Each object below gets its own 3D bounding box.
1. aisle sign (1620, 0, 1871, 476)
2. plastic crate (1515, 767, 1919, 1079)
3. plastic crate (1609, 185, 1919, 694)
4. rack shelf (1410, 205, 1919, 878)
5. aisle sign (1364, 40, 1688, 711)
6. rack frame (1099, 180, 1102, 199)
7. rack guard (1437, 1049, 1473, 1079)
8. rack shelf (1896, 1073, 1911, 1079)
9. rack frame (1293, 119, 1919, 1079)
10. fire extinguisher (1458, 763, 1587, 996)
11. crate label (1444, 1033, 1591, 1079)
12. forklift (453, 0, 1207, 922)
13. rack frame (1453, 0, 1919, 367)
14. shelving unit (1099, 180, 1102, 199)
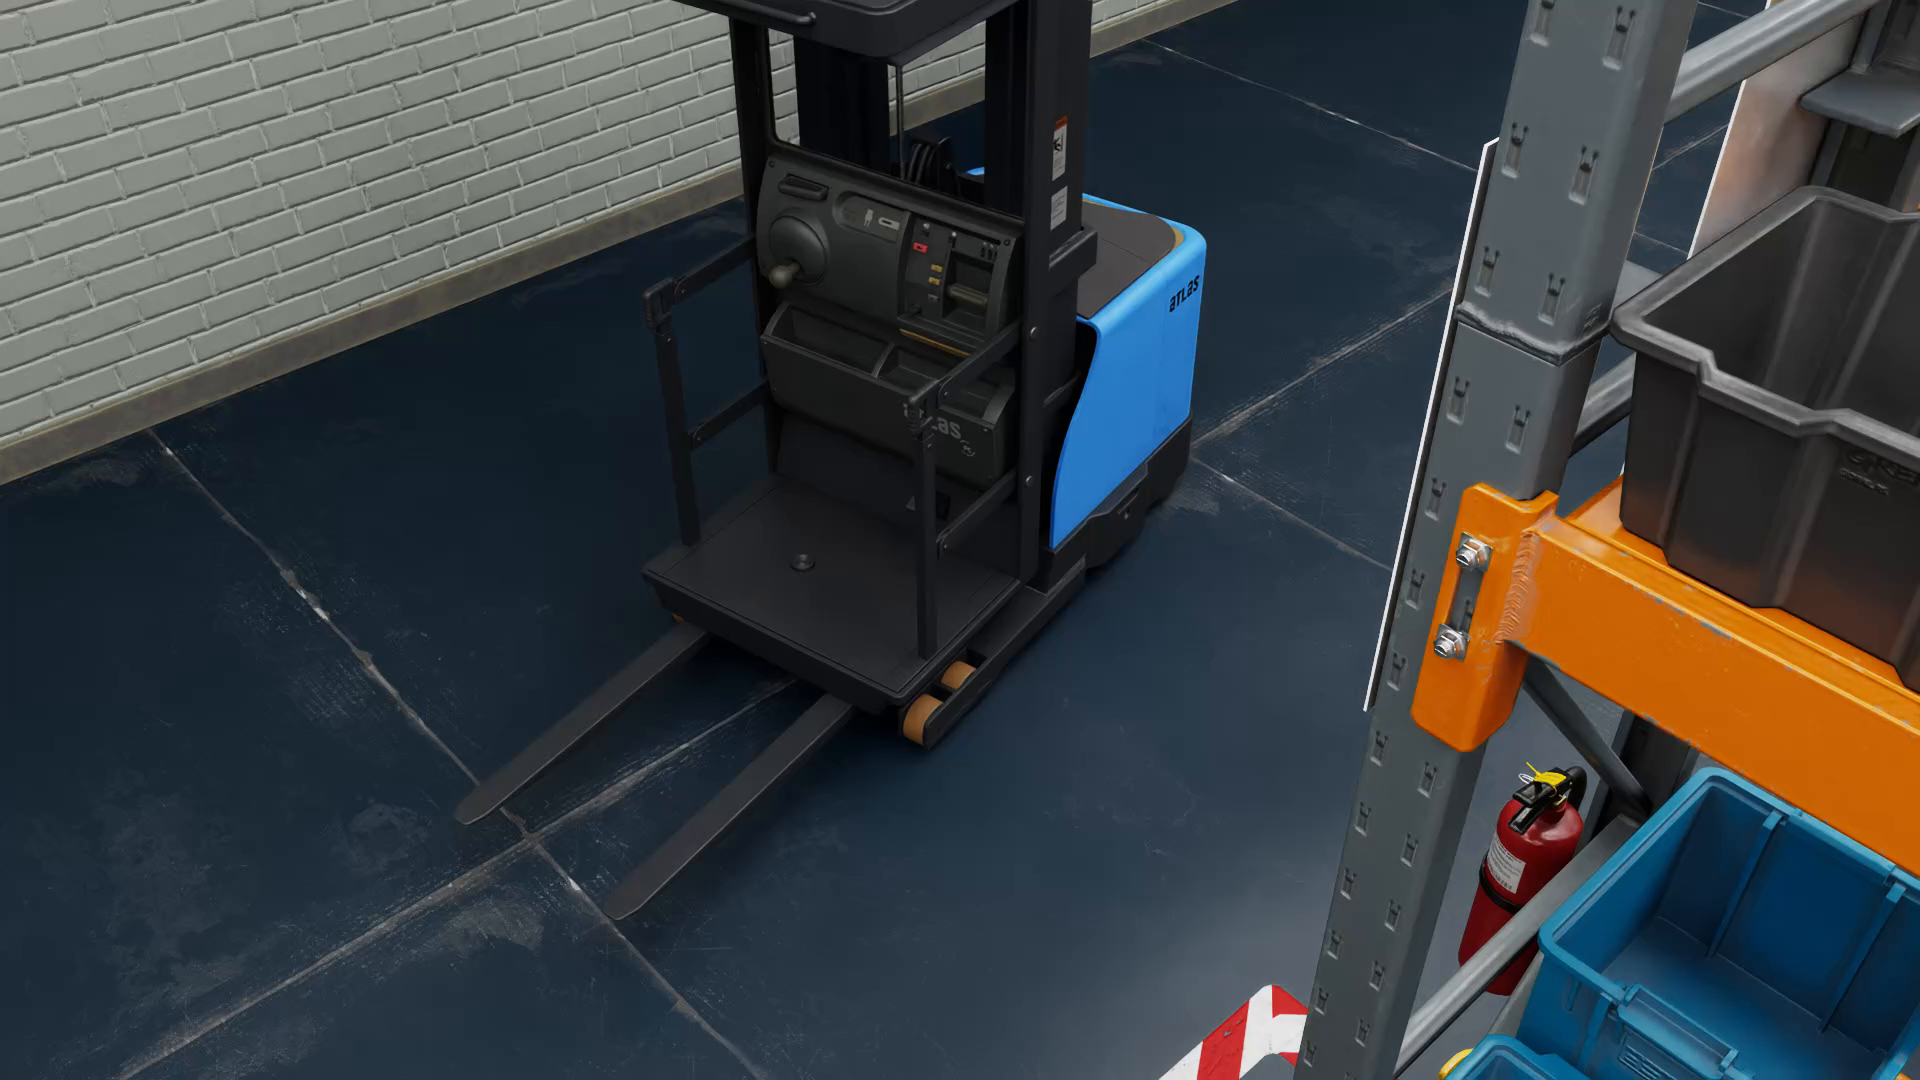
[{"bbox_3d":[1.102,-0.420,2.314,0.394,0.787,0.004,-30,48,-32],"label":"aisle sign"},{"bbox_3d":[1.299,0.788,2.811,0.616,0.435,0.499,-30,48,-32],"label":"plastic crate"},{"bbox_3d":[0.990,-0.070,1.666,0.497,0.269,0.590,-30,48,-32],"label":"plastic crate"},{"bbox_3d":[2.288,0.788,1.073,1.077,0.370,4.000,-30,48,-32],"label":"rack shelf"},{"bbox_3d":[0.668,-0.169,2.003,0.394,0.787,0.004,-30,48,-32],"label":"aisle sign"},{"bbox_3d":[0.539,-0.992,6.755,0.006,0.900,0.240,3,37,0],"label":"rack frame"},{"bbox_3d":[0.909,1.716,3.727,1.175,0.500,0.348,-30,48,-32],"label":"rack guard"},{"bbox_3d":[2.288,1.955,2.015,1.077,0.370,4.000,-30,48,-32],"label":"rack shelf"},{"bbox_3d":[0.935,0.749,2.935,1.000,3.000,0.127,-30,48,-32],"label":"rack frame"},{"bbox_3d":[1.168,0.661,3.402,0.296,0.674,0.183,-30,48,-32],"label":"fire extinguisher"},{"bbox_3d":[0.859,1.045,2.654,0.416,0.233,0.303,-30,48,-32],"label":"crate label"},{"bbox_3d":[-0.359,-0.815,4.926,1.130,2.935,3.031,23,44,26],"label":"forklift"},{"bbox_3d":[0.935,-1.585,1.050,1.000,3.000,0.127,-30,48,-32],"label":"rack frame"},{"bbox_3d":[0.437,-0.997,6.756,0.210,0.900,0.258,3,37,0],"label":"shelving unit"}]
